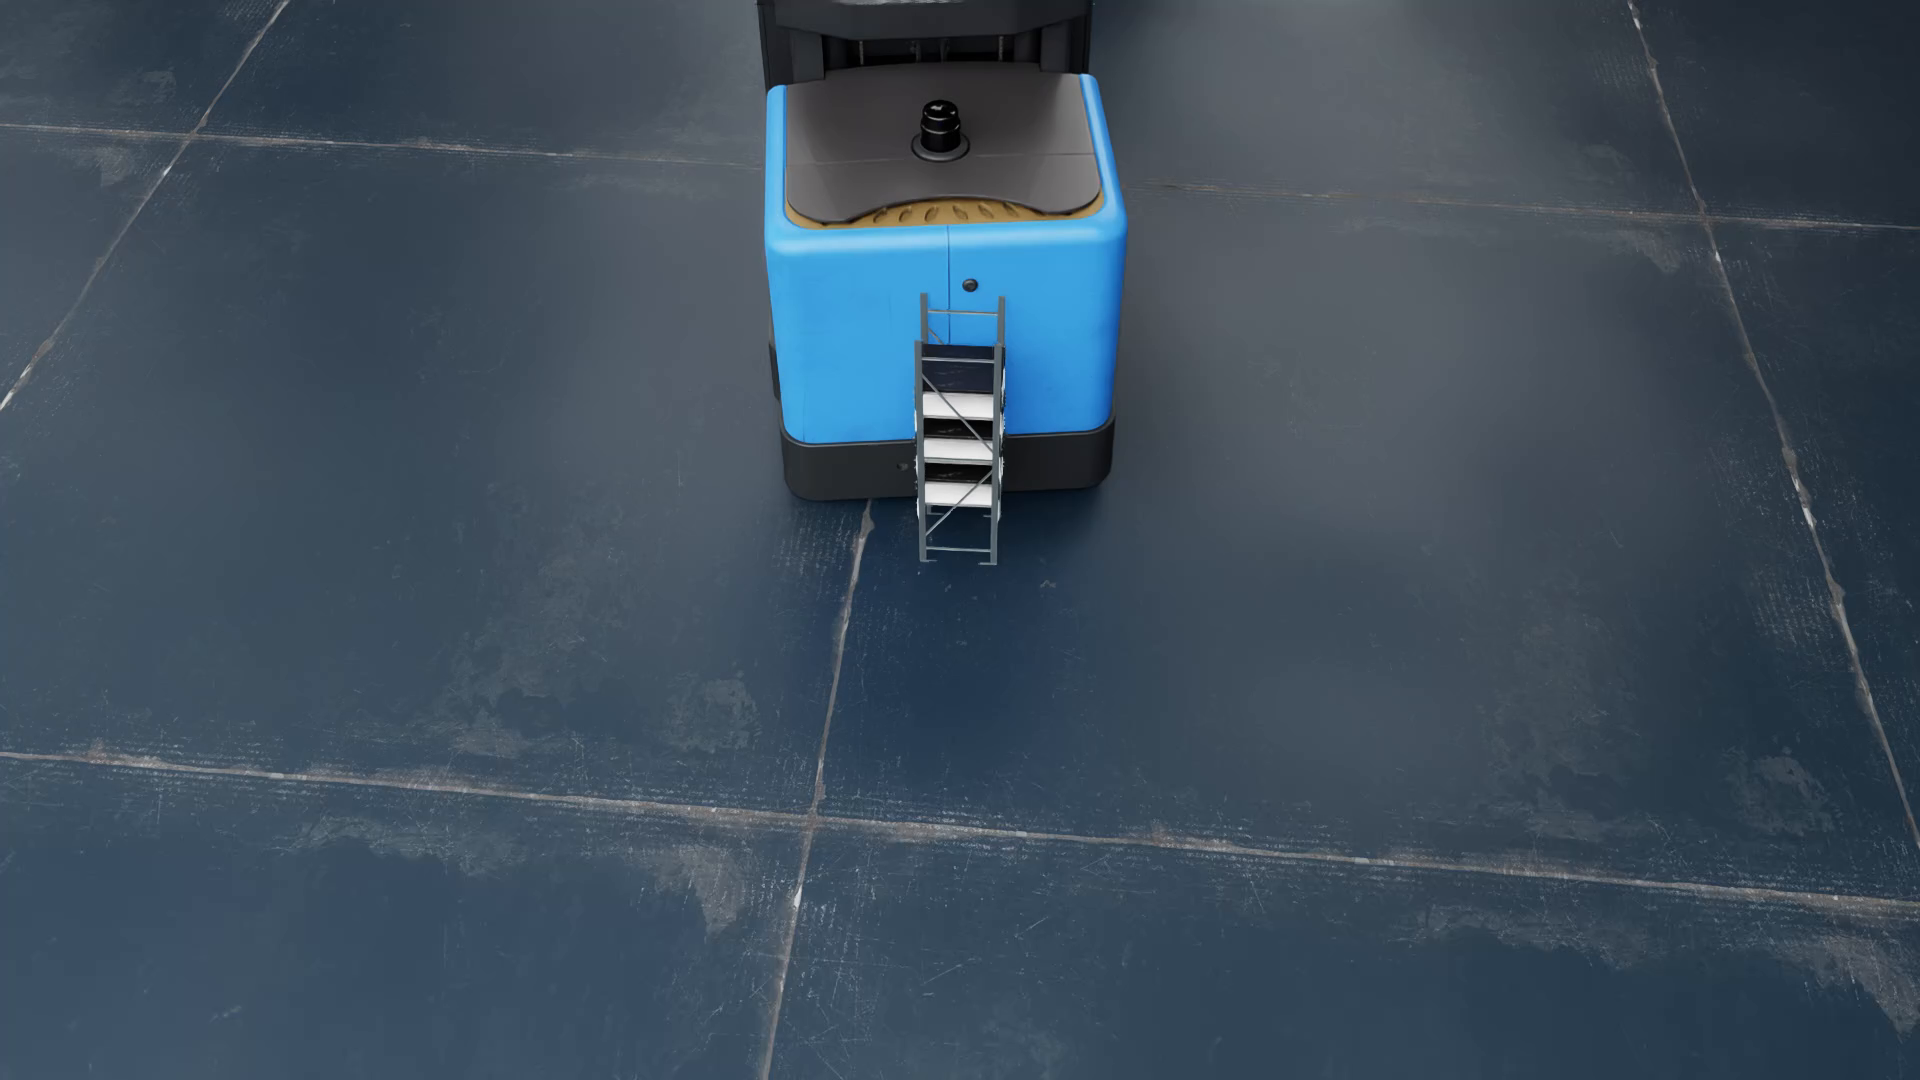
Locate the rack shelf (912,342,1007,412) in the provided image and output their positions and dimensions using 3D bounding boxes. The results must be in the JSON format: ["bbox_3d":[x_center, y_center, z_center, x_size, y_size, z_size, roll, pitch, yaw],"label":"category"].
[{"bbox_3d":[0.001,-0.468,4.747,0.258,0.077,0.200,3,48,2],"label":"rack shelf"}]

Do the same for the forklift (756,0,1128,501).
[{"bbox_3d":[-0.130,-2.201,5.277,1.130,2.935,3.031,-3,48,-3],"label":"forklift"}]

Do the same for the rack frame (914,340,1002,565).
[{"bbox_3d":[-0.005,-0.233,4.853,0.240,0.900,0.006,3,48,2],"label":"rack frame"}]

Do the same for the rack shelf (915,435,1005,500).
[{"bbox_3d":[0.001,-0.224,5.012,0.258,0.077,0.200,3,48,2],"label":"rack shelf"}]

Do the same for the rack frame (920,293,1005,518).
[{"bbox_3d":[0.008,-0.382,4.990,0.240,0.900,0.006,3,48,2],"label":"rack frame"}]

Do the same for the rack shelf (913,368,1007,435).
[{"bbox_3d":[0.001,-0.407,4.813,0.258,0.077,0.200,3,48,2],"label":"rack shelf"}]

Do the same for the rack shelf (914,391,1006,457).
[{"bbox_3d":[0.001,-0.346,4.880,0.258,0.077,0.200,3,48,2],"label":"rack shelf"}]

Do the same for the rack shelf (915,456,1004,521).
[{"bbox_3d":[0.001,-0.164,5.079,0.258,0.077,0.200,3,48,2],"label":"rack shelf"}]

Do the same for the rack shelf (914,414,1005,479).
[{"bbox_3d":[0.001,-0.285,4.946,0.258,0.077,0.200,3,48,2],"label":"rack shelf"}]

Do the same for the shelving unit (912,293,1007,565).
[{"bbox_3d":[0.001,-0.308,4.921,0.258,0.900,0.210,3,48,2],"label":"shelving unit"}]
